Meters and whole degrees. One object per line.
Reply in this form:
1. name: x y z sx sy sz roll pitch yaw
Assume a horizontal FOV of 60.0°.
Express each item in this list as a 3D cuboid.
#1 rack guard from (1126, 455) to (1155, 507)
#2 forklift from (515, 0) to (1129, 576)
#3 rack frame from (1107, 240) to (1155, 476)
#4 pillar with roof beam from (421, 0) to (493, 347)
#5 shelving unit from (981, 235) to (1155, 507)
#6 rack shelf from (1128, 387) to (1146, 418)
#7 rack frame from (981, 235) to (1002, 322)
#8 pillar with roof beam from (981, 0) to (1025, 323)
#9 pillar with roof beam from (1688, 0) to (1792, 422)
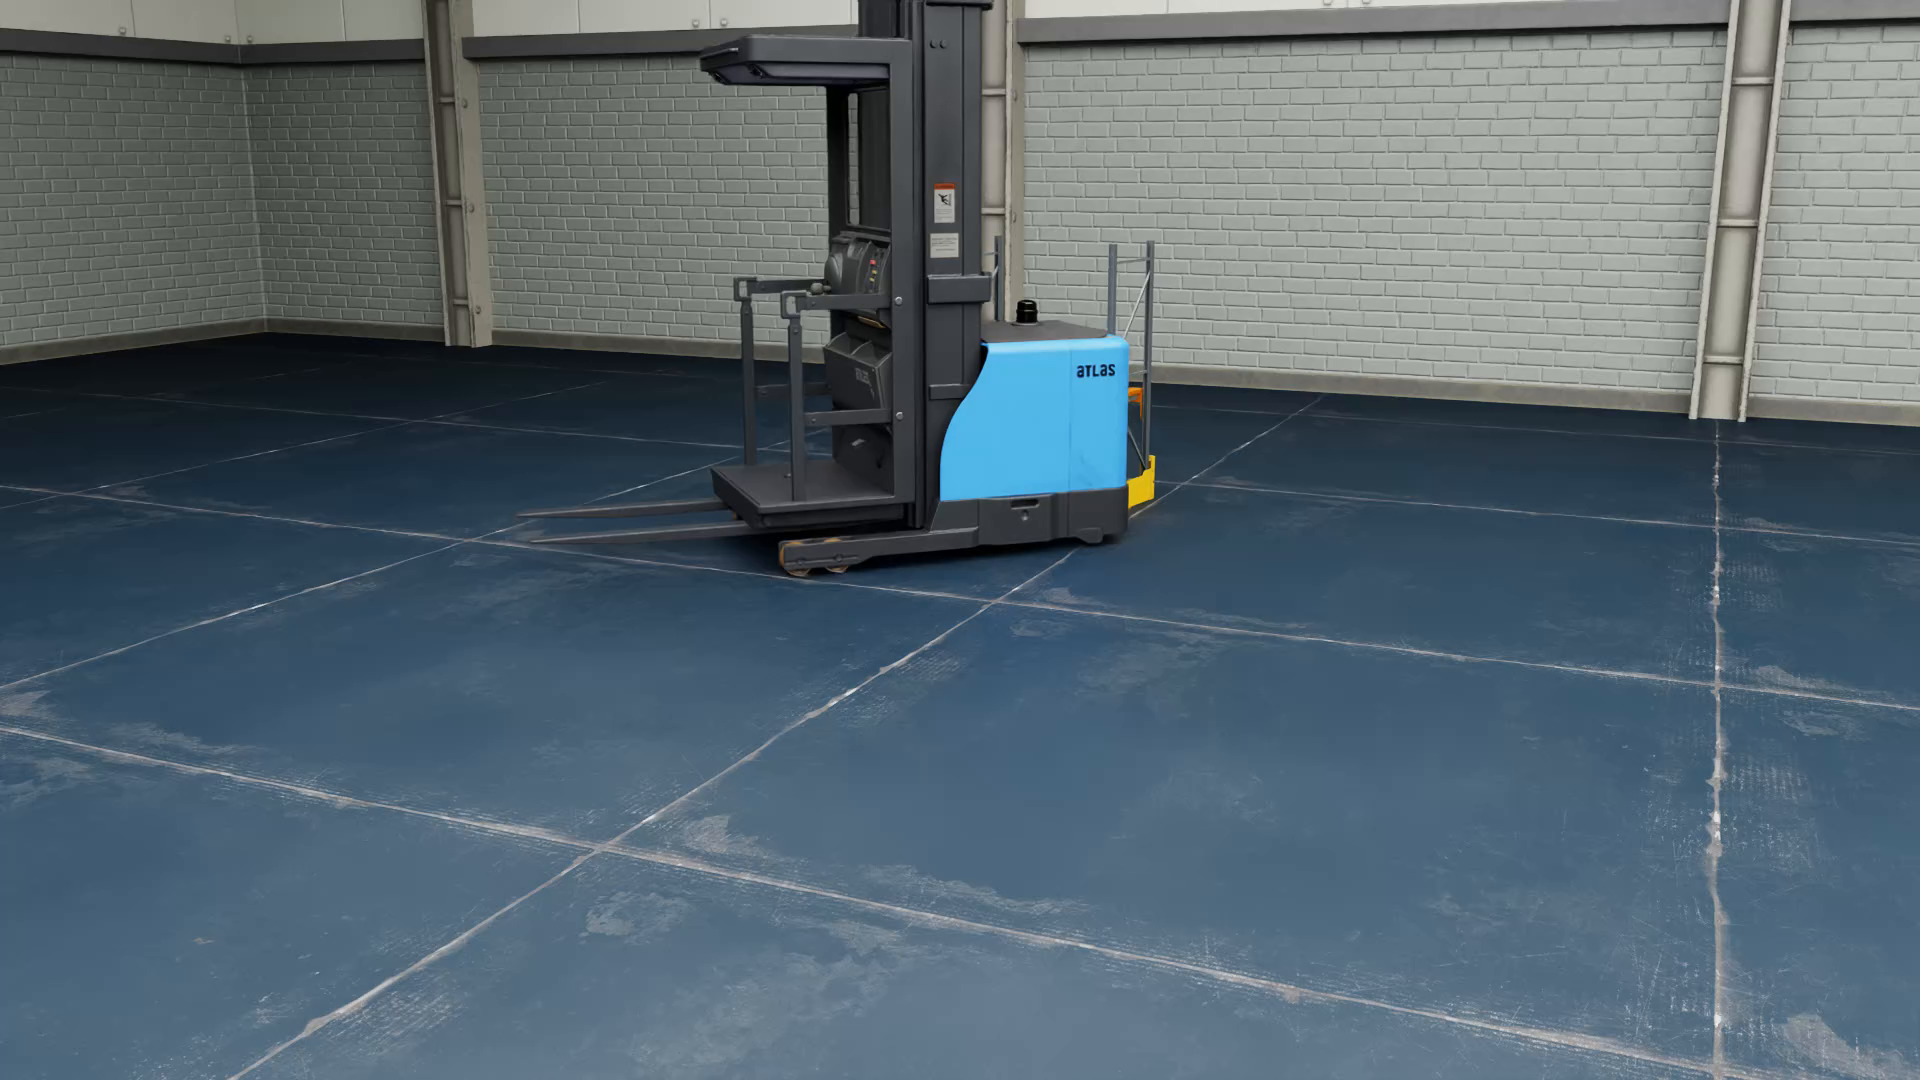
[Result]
1. rack guard: 0.958 -0.320 9.573 0.087 0.250 0.587 8 16 32
2. forklift: -0.697 -1.390 8.262 3.031 2.935 1.130 -5 14 -20
3. rack frame: 0.959 -0.929 9.430 0.032 1.500 0.500 8 16 32
4. pillar with roof beam: -6.903 -5.534 12.640 0.400 9.000 9.100 6 14 23
5. shelving unit: 0.541 -0.991 9.694 1.083 1.500 0.587 8 16 32
6. rack shelf: 0.533 -0.817 9.740 1.000 0.185 0.538 8 16 32
7. rack frame: 0.107 -1.055 9.969 0.032 1.500 0.500 8 16 32
8. pillar with roof beam: -1.417 -4.979 10.274 0.400 9.000 9.100 6 14 23
9. pillar with roof beam: 4.069 -4.423 7.908 0.400 9.000 9.100 6 14 23
